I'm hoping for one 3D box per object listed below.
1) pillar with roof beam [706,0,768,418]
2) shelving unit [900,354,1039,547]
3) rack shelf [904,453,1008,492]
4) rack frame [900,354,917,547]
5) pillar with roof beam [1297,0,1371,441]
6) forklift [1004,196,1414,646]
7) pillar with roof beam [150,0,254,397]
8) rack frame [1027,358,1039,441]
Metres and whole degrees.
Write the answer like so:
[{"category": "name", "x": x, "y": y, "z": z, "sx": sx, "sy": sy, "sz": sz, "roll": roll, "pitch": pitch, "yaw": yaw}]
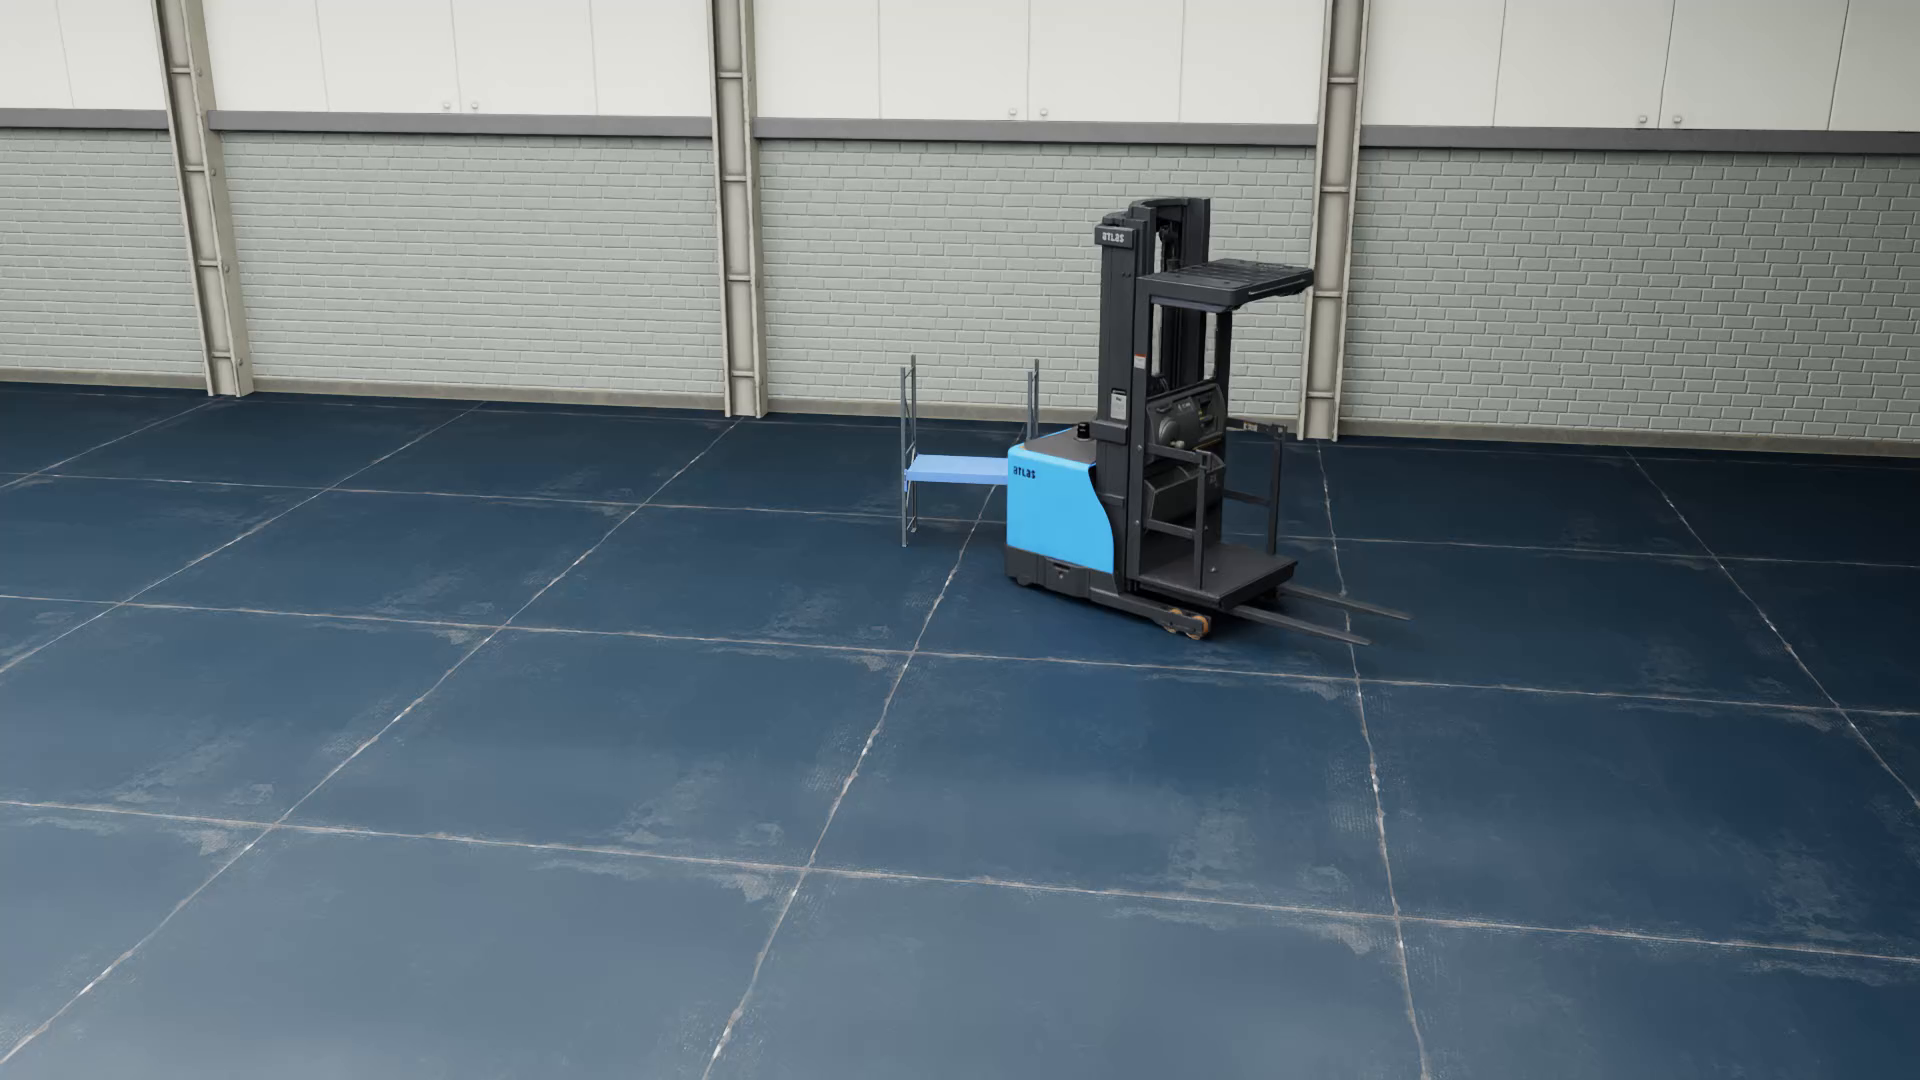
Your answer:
[{"category": "pillar with roof beam", "x": -2.969, "y": -4.274, "z": 12.394, "sx": 0.400, "sy": 9.000, "sz": 9.100, "roll": 3, "pitch": 19, "yaw": 9}, {"category": "shelving unit", "x": 0.084, "y": -0.707, "z": 13.552, "sx": 1.048, "sy": 1.500, "sz": 0.538, "roll": 3, "pitch": 19, "yaw": 9}, {"category": "rack shelf", "x": 0.084, "y": -0.536, "z": 13.609, "sx": 1.000, "sy": 0.185, "sz": 0.538, "roll": 3, "pitch": 19, "yaw": 9}, {"category": "rack frame", "x": -0.418, "y": -0.733, "z": 13.629, "sx": 0.032, "sy": 1.500, "sz": 0.500, "roll": 3, "pitch": 19, "yaw": 9}, {"category": "pillar with roof beam", "x": 2.955, "y": -3.972, "z": 11.492, "sx": 0.400, "sy": 9.000, "sz": 9.100, "roll": 3, "pitch": 19, "yaw": 9}, {"category": "forklift", "x": 1.786, "y": -0.879, "z": 11.810, "sx": 3.031, "sy": 2.935, "sz": 1.130, "roll": 15, "pitch": 24, "yaw": 39}, {"category": "pillar with roof beam", "x": -8.893, "y": -4.576, "z": 13.297, "sx": 0.400, "sy": 9.000, "sz": 9.100, "roll": 3, "pitch": 19, "yaw": 9}, {"category": "rack frame", "x": 0.586, "y": -0.681, "z": 13.476, "sx": 0.032, "sy": 1.500, "sz": 0.500, "roll": 3, "pitch": 19, "yaw": 9}]
